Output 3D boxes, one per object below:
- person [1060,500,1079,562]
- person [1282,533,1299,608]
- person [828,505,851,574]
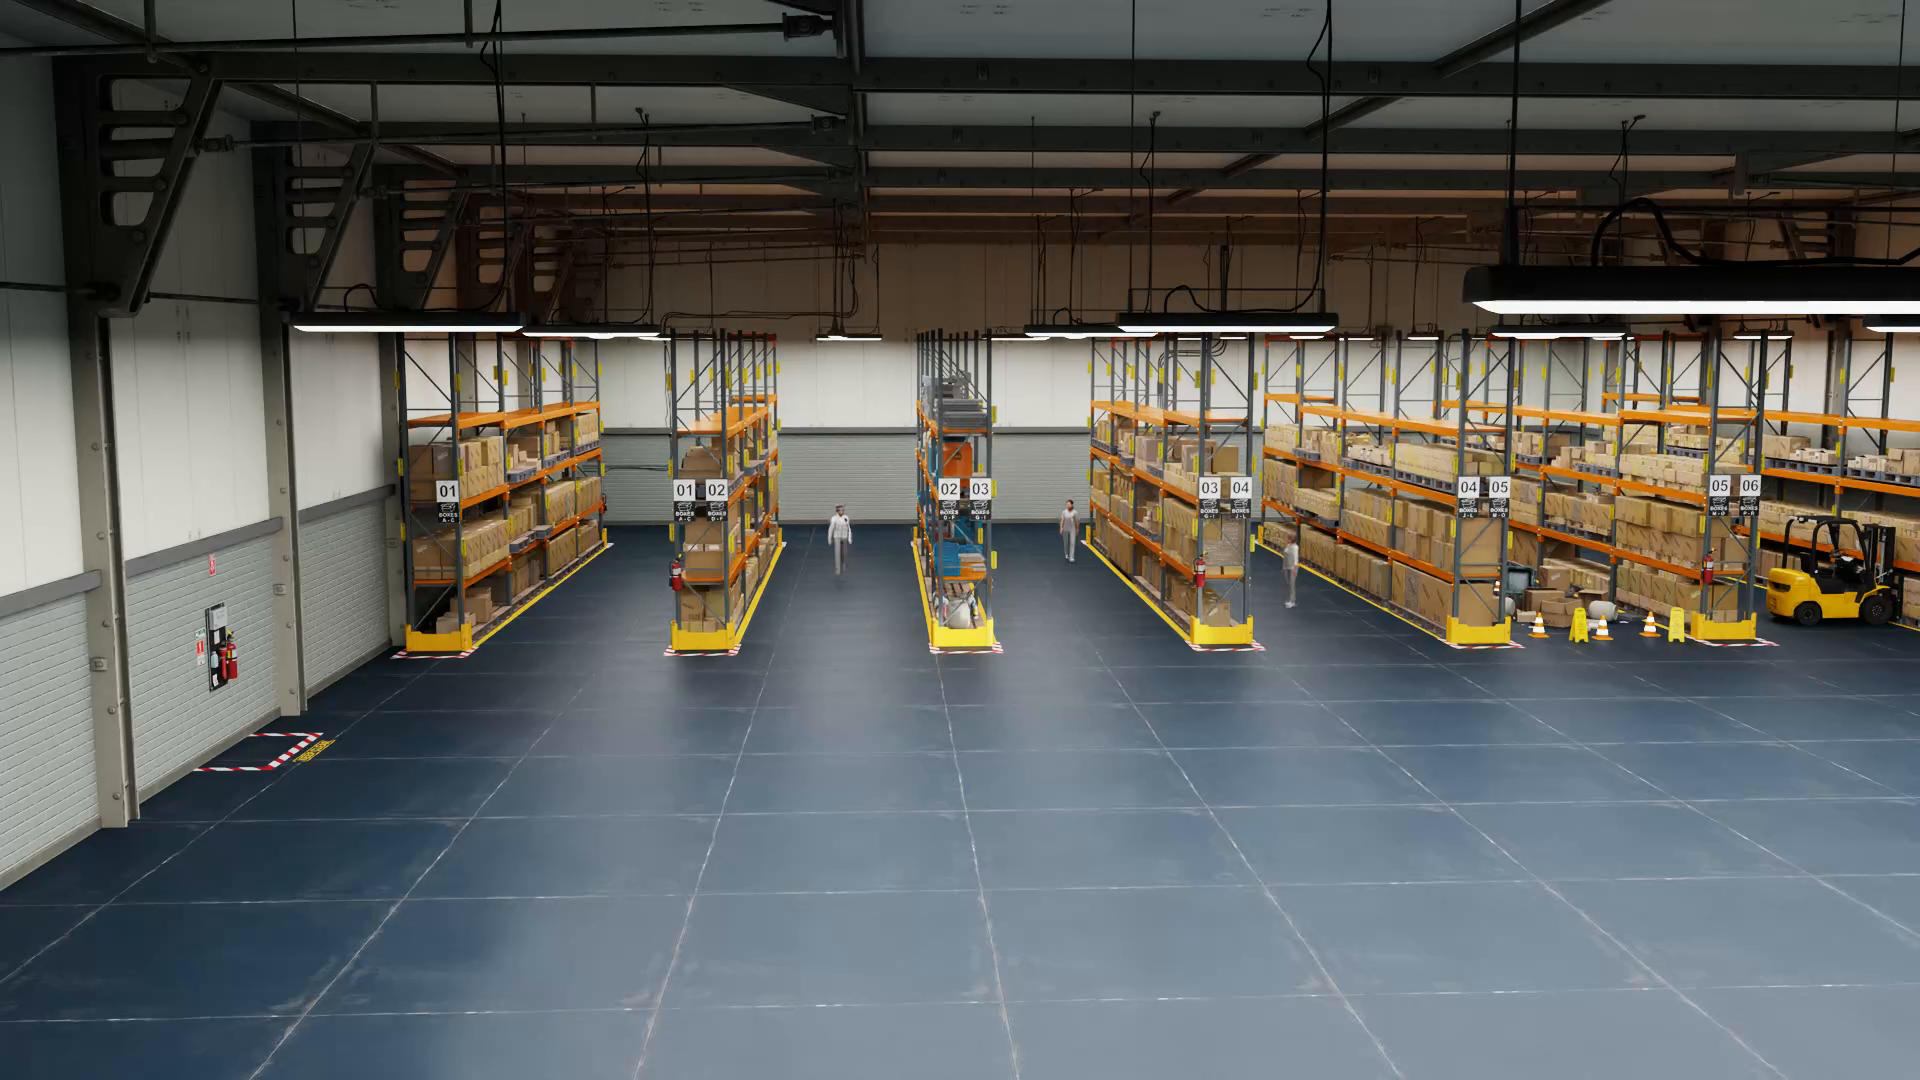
[{"bbox_3d":[2.886,-0.249,43.799,0.497,1.627,1.004,0,7,3],"label":"person"},{"bbox_3d":[7.241,0.655,36.409,0.487,1.619,0.425,-5,8,-36],"label":"person"},{"bbox_3d":[-2.862,-0.033,39.525,0.545,1.639,0.942,-1,7,-8],"label":"person"}]
